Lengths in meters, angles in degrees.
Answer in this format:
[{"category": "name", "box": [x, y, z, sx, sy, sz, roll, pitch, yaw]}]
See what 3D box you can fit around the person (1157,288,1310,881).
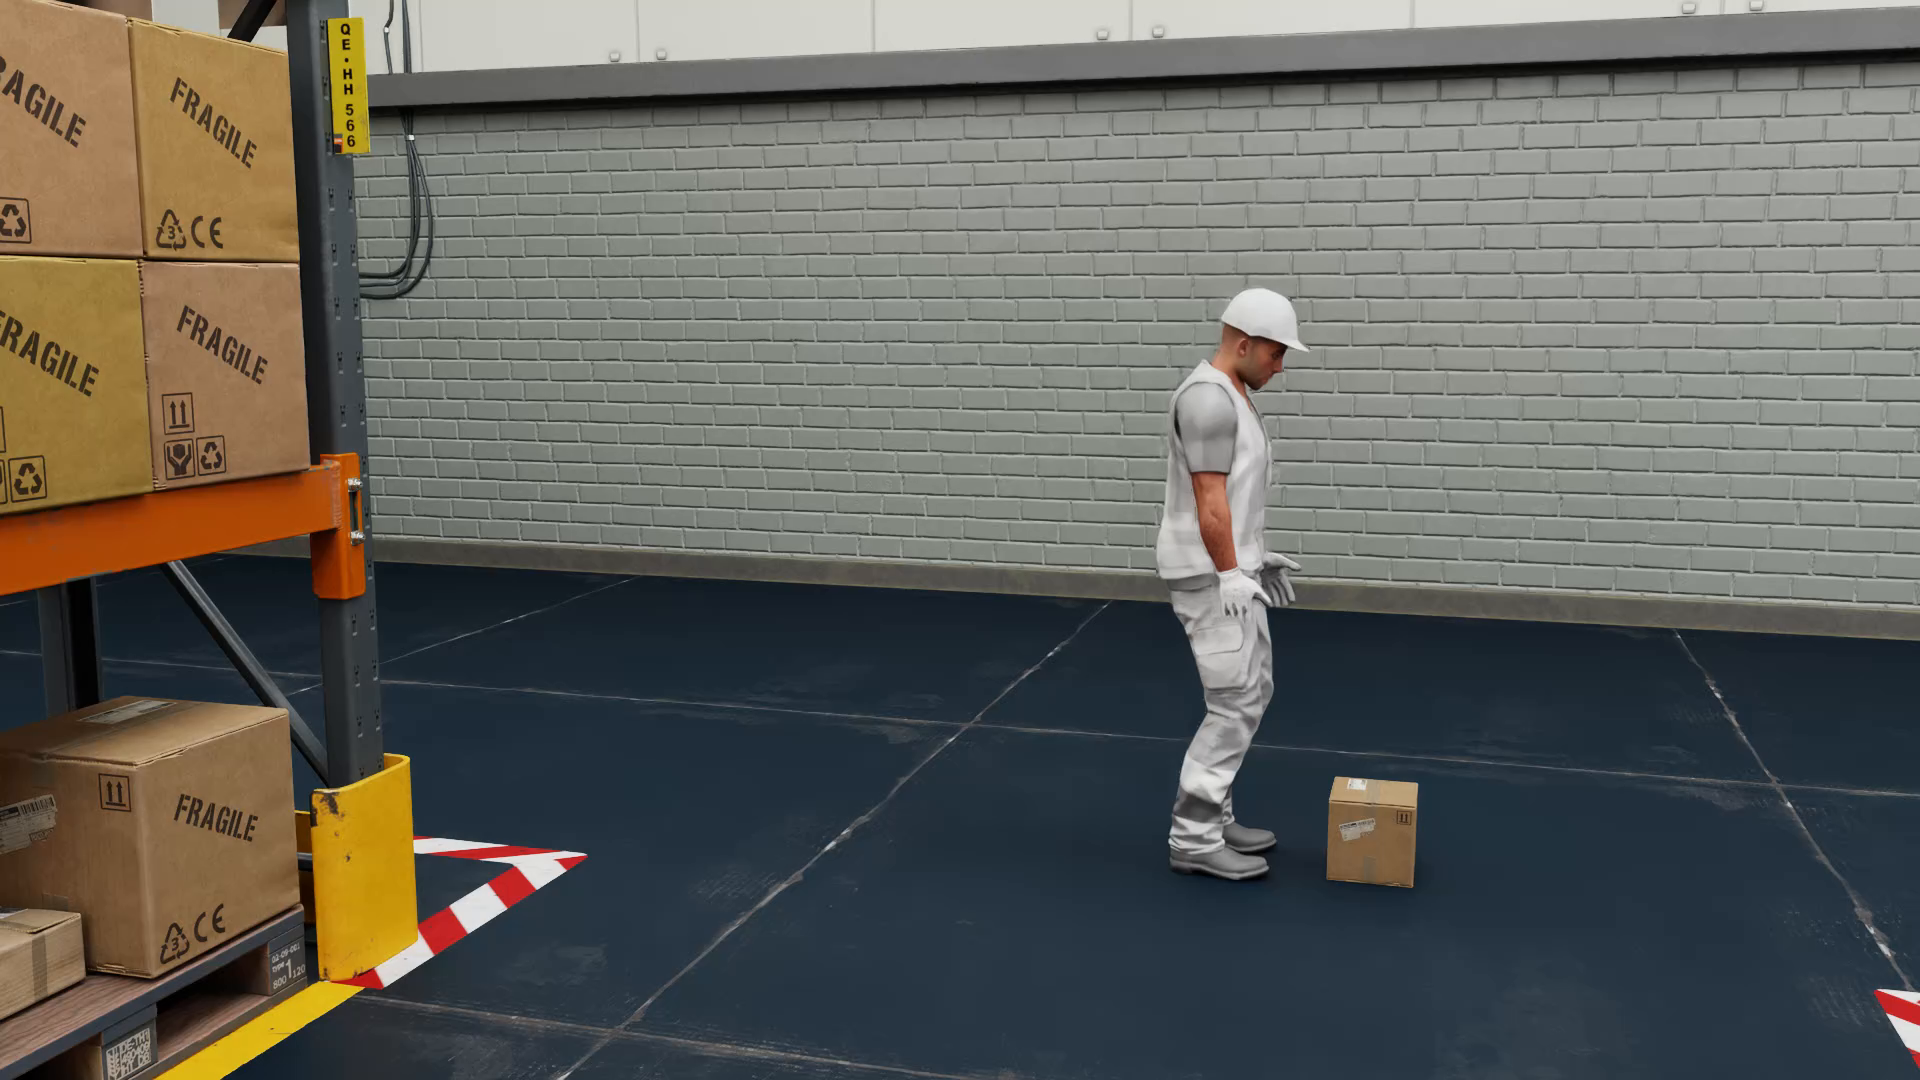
[{"category": "person", "box": [0.824, 0.119, 5.057, 0.428, 1.751, 0.538, 3, 9, 17]}]
